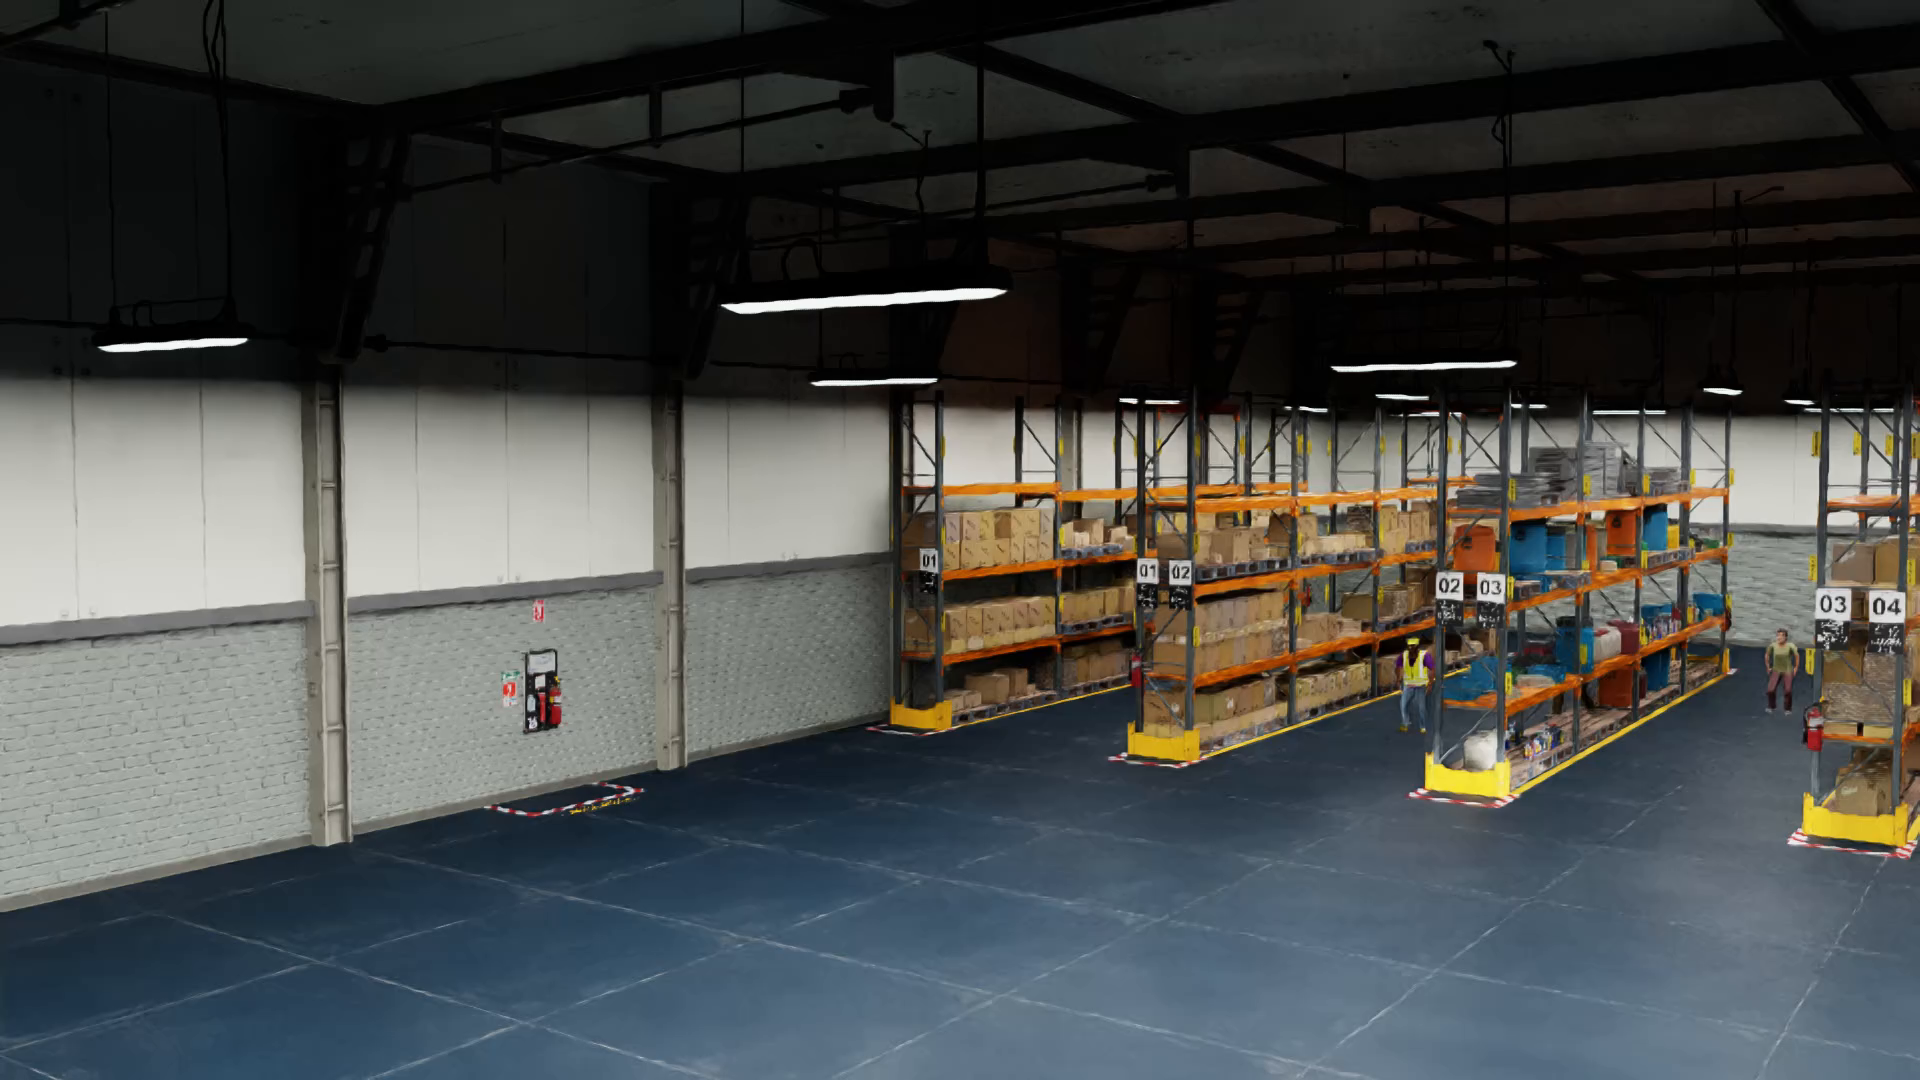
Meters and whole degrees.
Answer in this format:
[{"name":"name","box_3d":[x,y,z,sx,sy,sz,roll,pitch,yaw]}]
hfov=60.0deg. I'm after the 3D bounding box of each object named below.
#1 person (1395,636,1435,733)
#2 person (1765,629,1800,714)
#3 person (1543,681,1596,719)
[{"name":"person","box_3d":[7.925,2.521,29.003,0.719,1.714,0.578,2,4,33]},{"name":"person","box_3d":[15.346,2.453,31.053,0.598,1.619,0.507,2,4,33]},{"name":"person","box_3d":[10.996,2.378,29.842,1.048,1.743,0.633,-2,4,-34]}]
